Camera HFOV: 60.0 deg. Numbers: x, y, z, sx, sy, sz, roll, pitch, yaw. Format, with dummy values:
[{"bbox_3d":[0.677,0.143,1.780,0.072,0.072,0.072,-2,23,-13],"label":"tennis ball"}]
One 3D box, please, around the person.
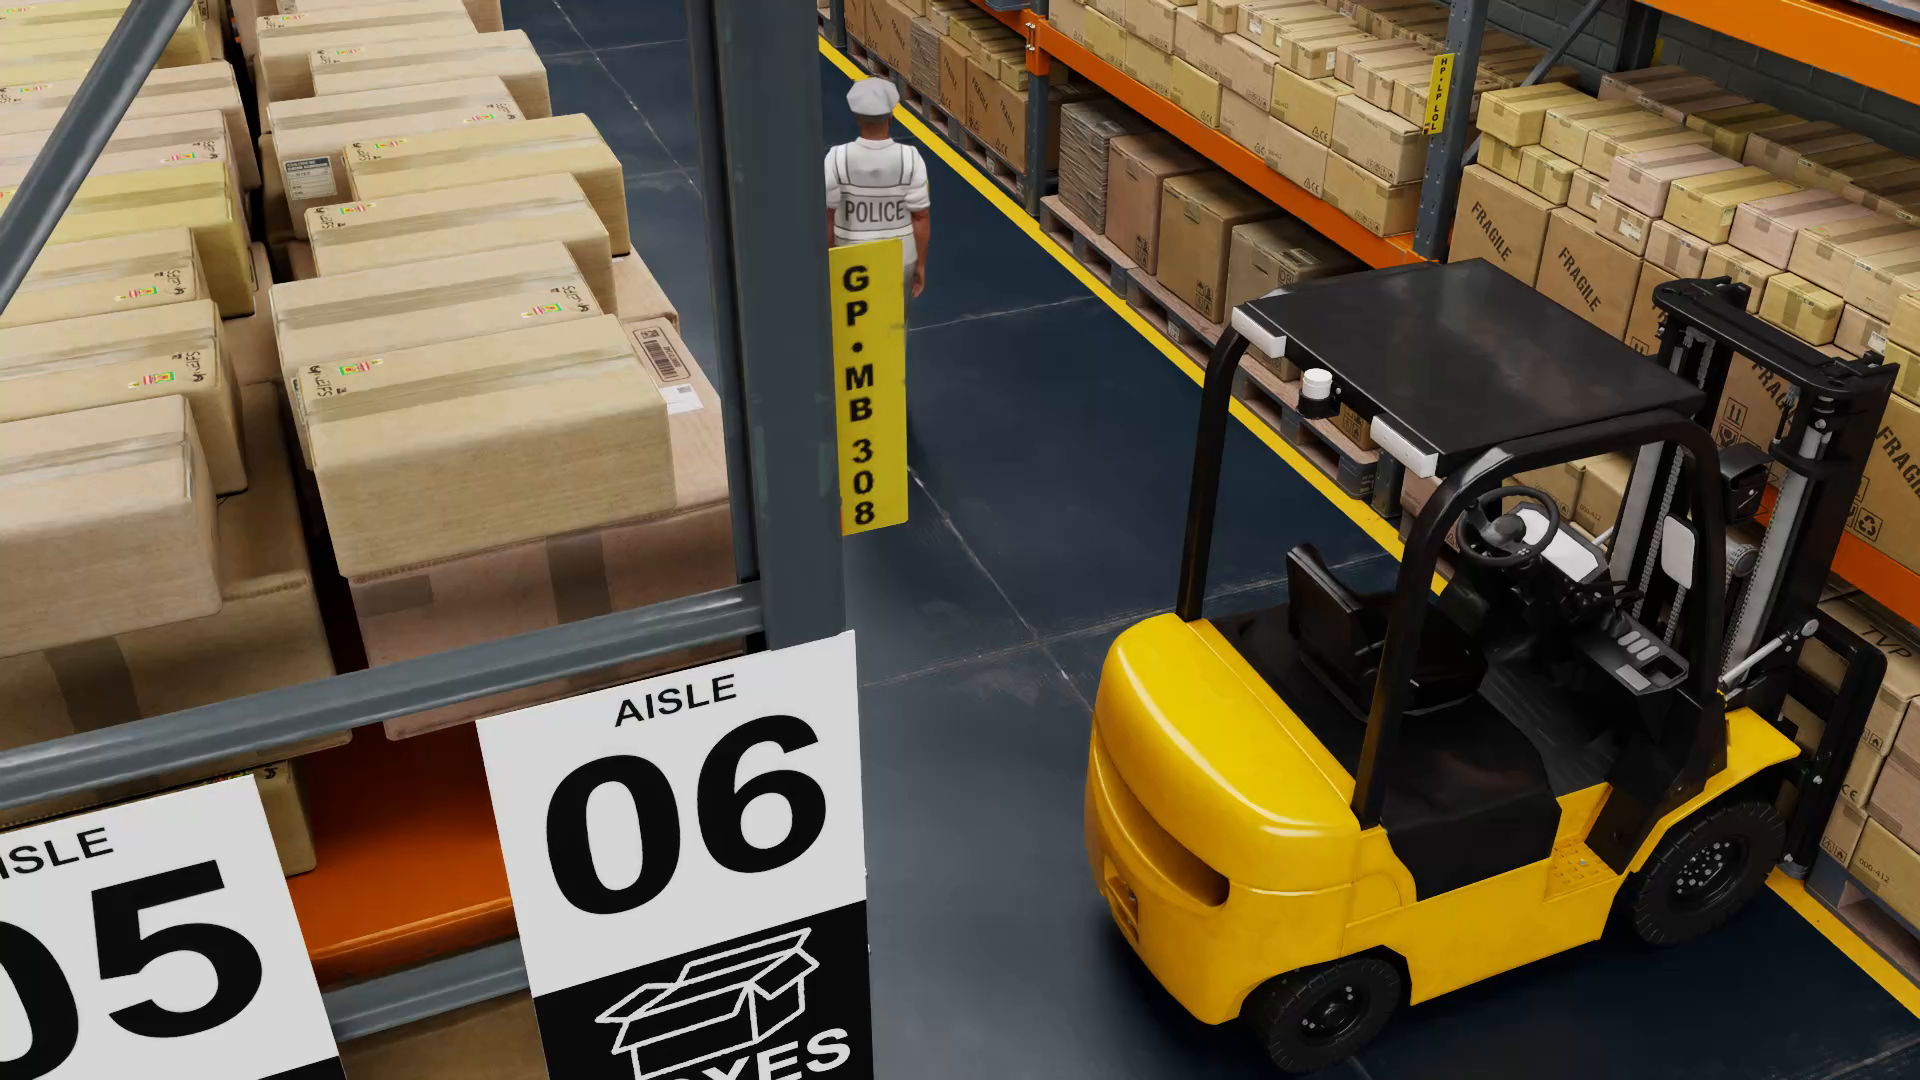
[{"bbox_3d":[-0.420,-1.389,8.188,0.543,1.753,0.707,-4,34,-7],"label":"person"}]
